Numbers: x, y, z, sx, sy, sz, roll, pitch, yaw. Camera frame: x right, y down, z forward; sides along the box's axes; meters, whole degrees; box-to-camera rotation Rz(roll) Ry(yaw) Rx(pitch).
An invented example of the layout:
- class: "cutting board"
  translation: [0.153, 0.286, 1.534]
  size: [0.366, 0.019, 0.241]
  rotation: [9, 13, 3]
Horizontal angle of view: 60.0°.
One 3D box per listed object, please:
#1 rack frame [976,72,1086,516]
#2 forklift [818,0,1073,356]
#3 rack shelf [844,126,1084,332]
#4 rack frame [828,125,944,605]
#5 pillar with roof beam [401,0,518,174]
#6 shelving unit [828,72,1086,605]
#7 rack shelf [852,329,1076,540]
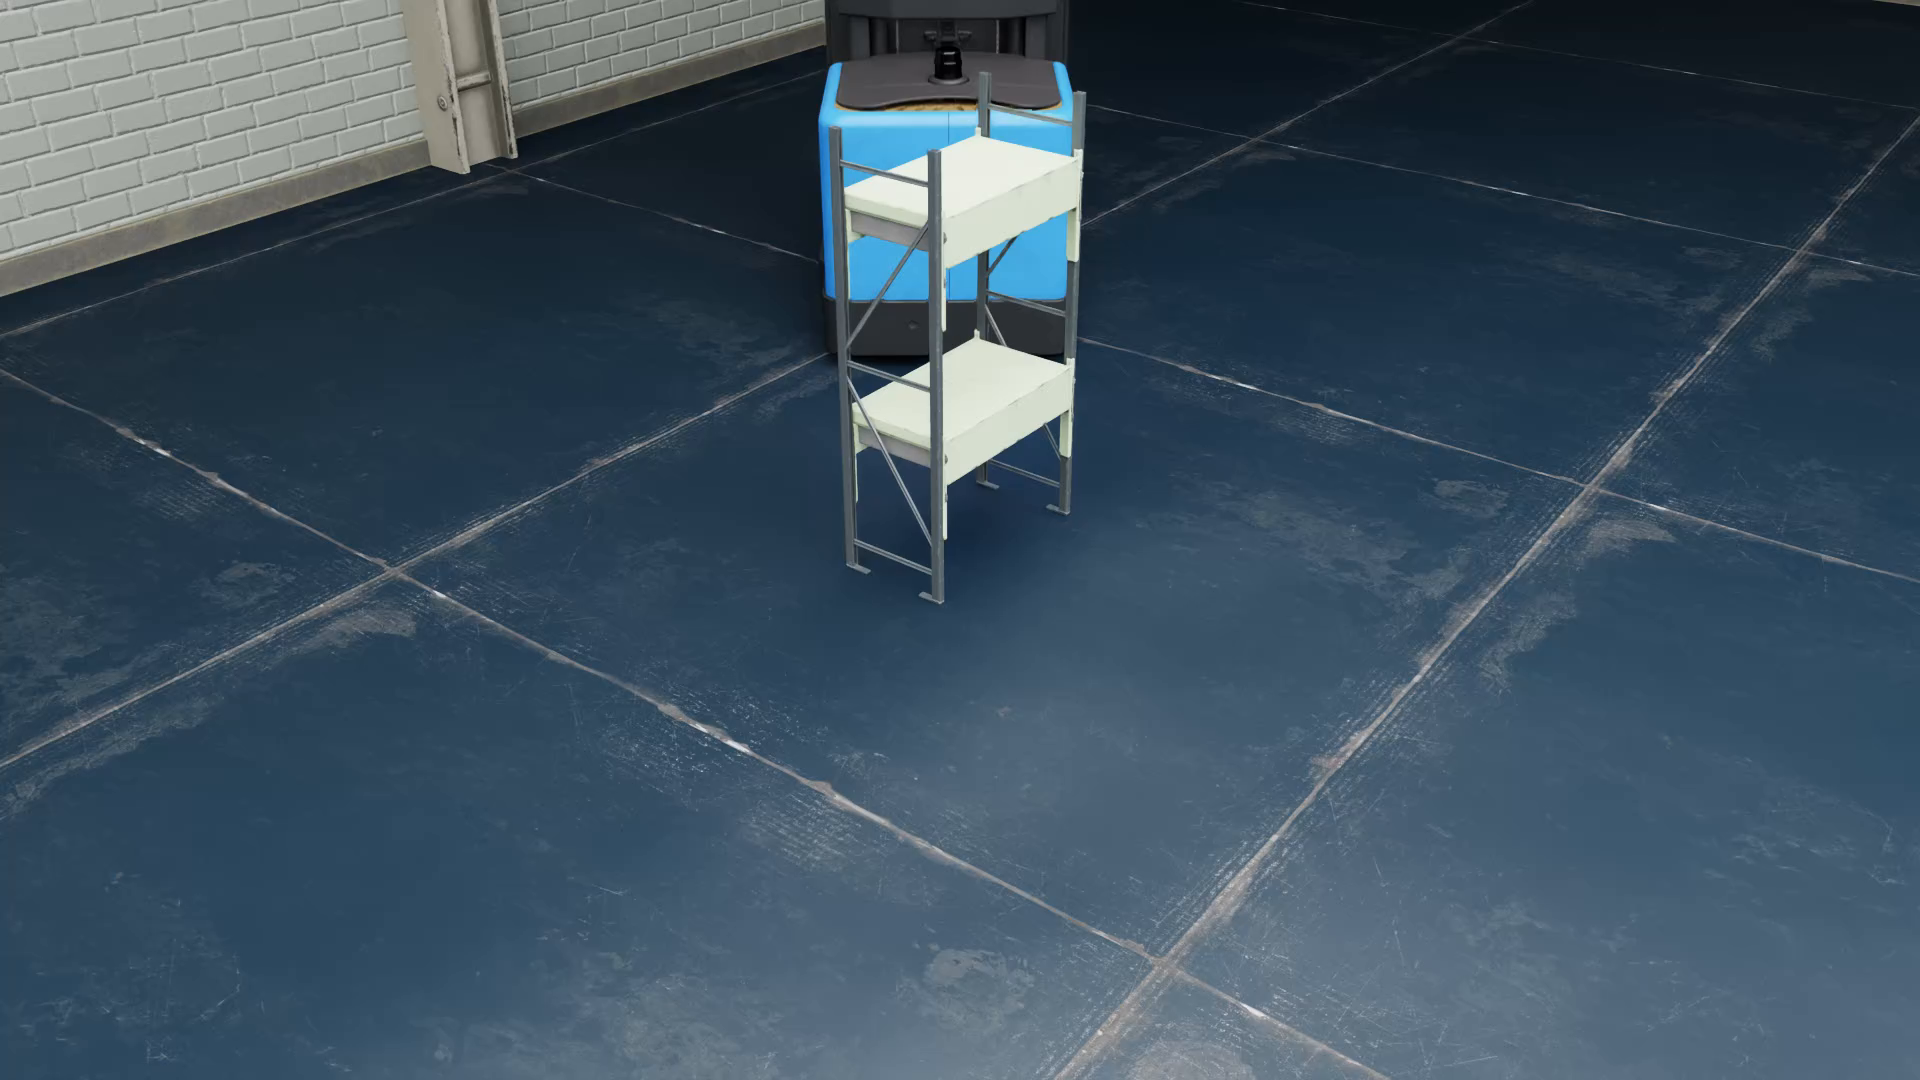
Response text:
- class: "rack frame"
  translation: [0.225, -0.797, 5.623]
  size: [0.400, 1.500, 0.023]
  rotation: [21, 37, 31]
- class: "forklift"
  translation: [-0.062, -2.738, 7.495]
  size: [1.130, 2.935, 3.031]
  rotation: [0, 31, -1]
- class: "rack shelf"
  translation: [0.004, -0.984, 5.173]
  size: [0.431, 0.370, 0.720]
  rotation: [21, 37, 31]
- class: "rack frame"
  translation: [-0.217, -0.499, 5.121]
  size: [0.400, 1.500, 0.023]
  rotation: [21, 37, 31]
- class: "pillar with roof beam"
  translation: [0.695, -4.684, 4.828]
  size: [9.100, 9.000, 0.400]
  rotation: [21, 37, 31]
- class: "shelving unit"
  translation: [0.004, -0.648, 5.372]
  size: [0.431, 1.500, 0.755]
  rotation: [21, 37, 31]
- class: "rack shelf"
  translation: [0.004, -0.367, 5.538]
  size: [0.431, 0.370, 0.720]
  rotation: [21, 37, 31]
